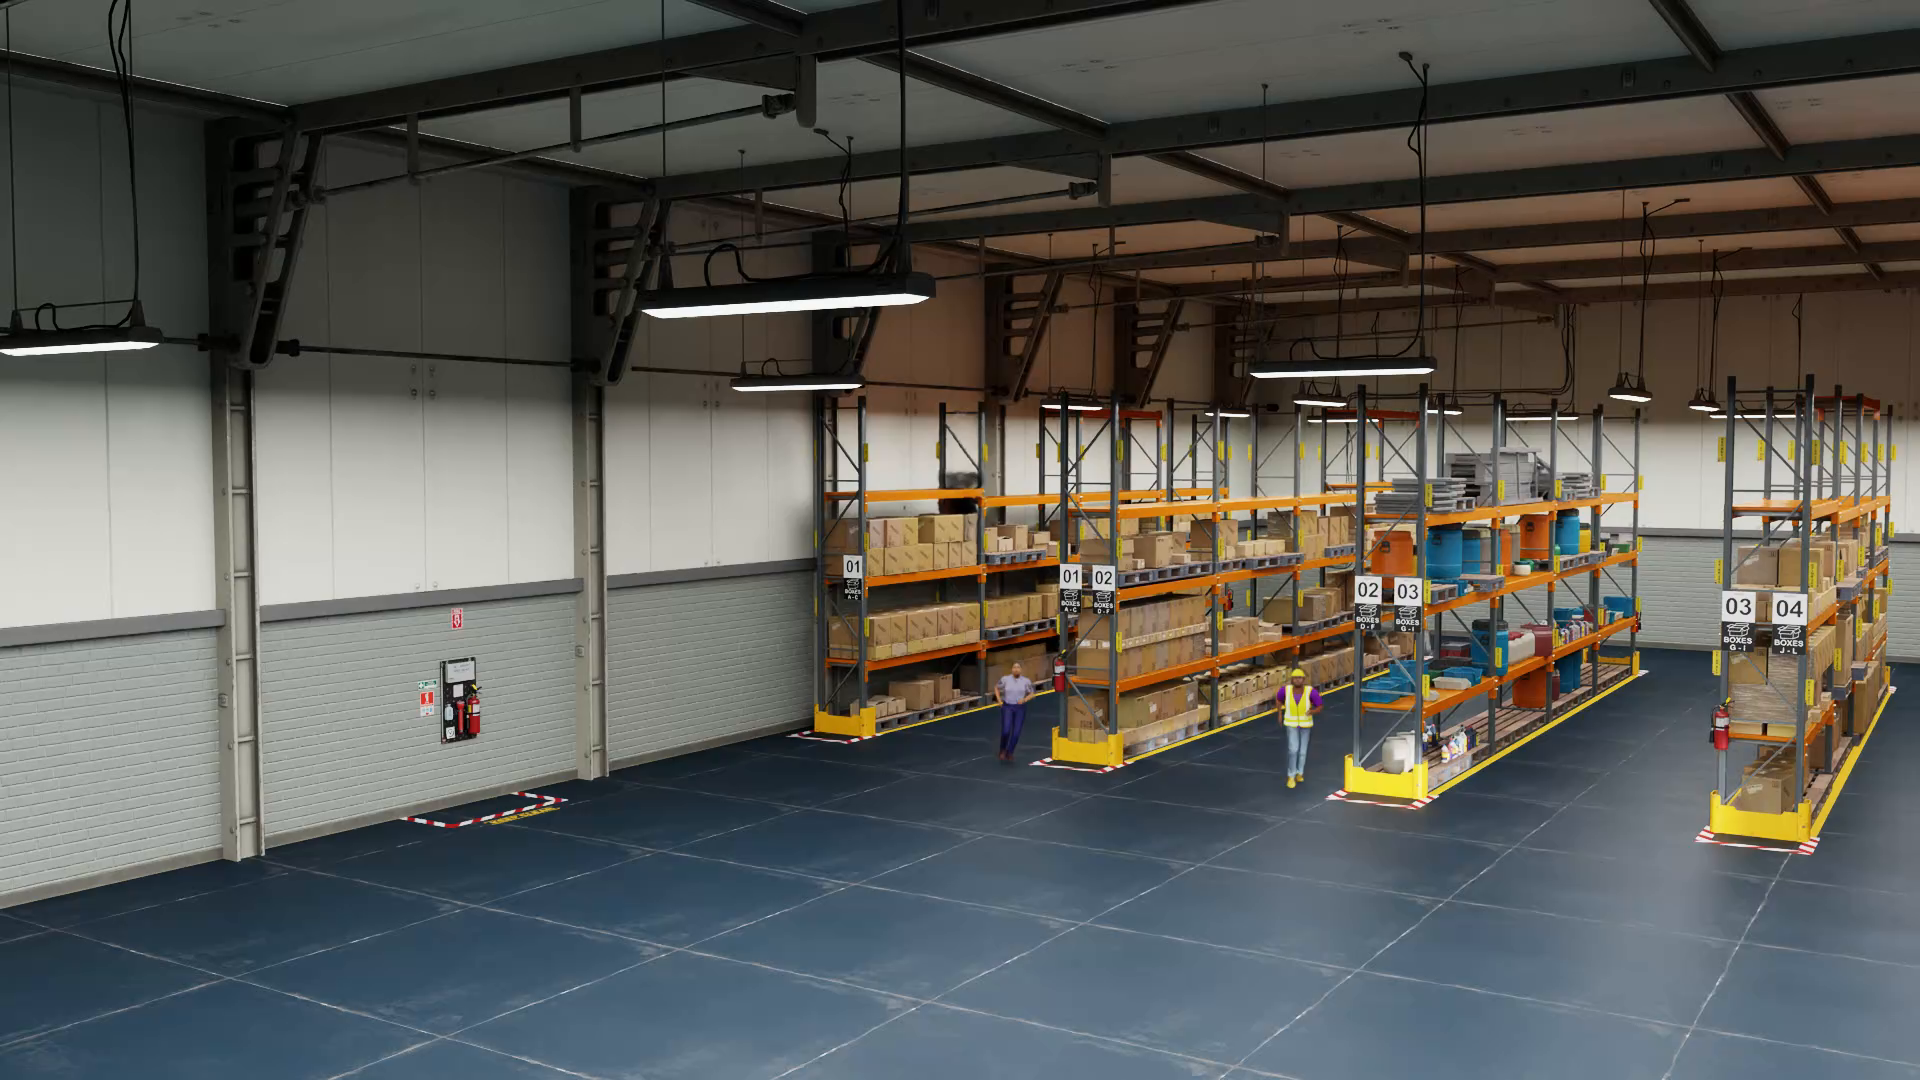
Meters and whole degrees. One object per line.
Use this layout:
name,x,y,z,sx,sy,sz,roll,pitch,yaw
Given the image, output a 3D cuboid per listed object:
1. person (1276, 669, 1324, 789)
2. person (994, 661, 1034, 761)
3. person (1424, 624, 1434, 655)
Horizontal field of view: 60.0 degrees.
person,5.085,2.828,24.902,0.699,1.822,0.735,1,3,9
person,0.881,2.761,26.772,0.636,1.607,0.556,0,3,-2
person,11.394,2.009,41.234,0.615,1.625,0.943,-2,4,-36
